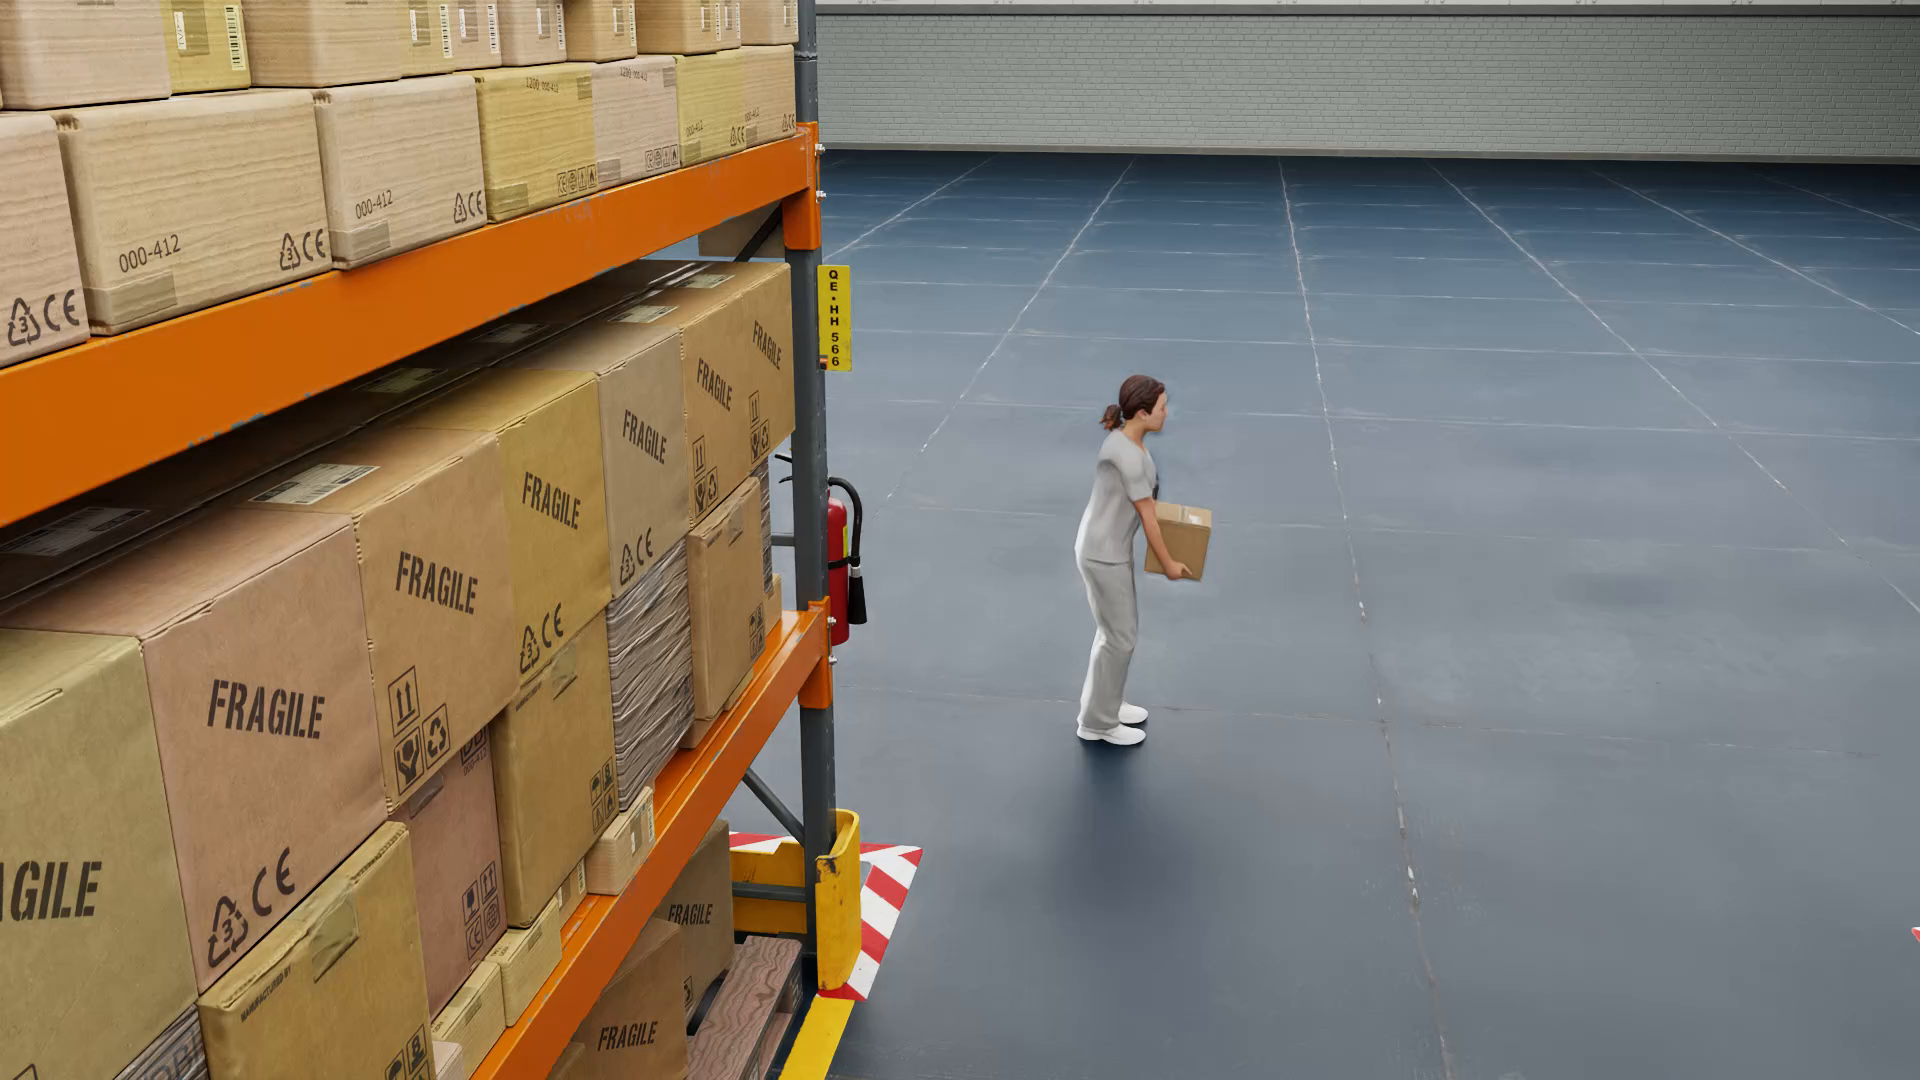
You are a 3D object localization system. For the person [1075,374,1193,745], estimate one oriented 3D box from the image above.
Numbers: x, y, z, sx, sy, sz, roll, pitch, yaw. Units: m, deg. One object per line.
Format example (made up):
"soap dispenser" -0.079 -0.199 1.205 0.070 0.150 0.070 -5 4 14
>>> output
"person" 0.770 0.081 7.348 0.519 1.656 0.411 2 18 8
